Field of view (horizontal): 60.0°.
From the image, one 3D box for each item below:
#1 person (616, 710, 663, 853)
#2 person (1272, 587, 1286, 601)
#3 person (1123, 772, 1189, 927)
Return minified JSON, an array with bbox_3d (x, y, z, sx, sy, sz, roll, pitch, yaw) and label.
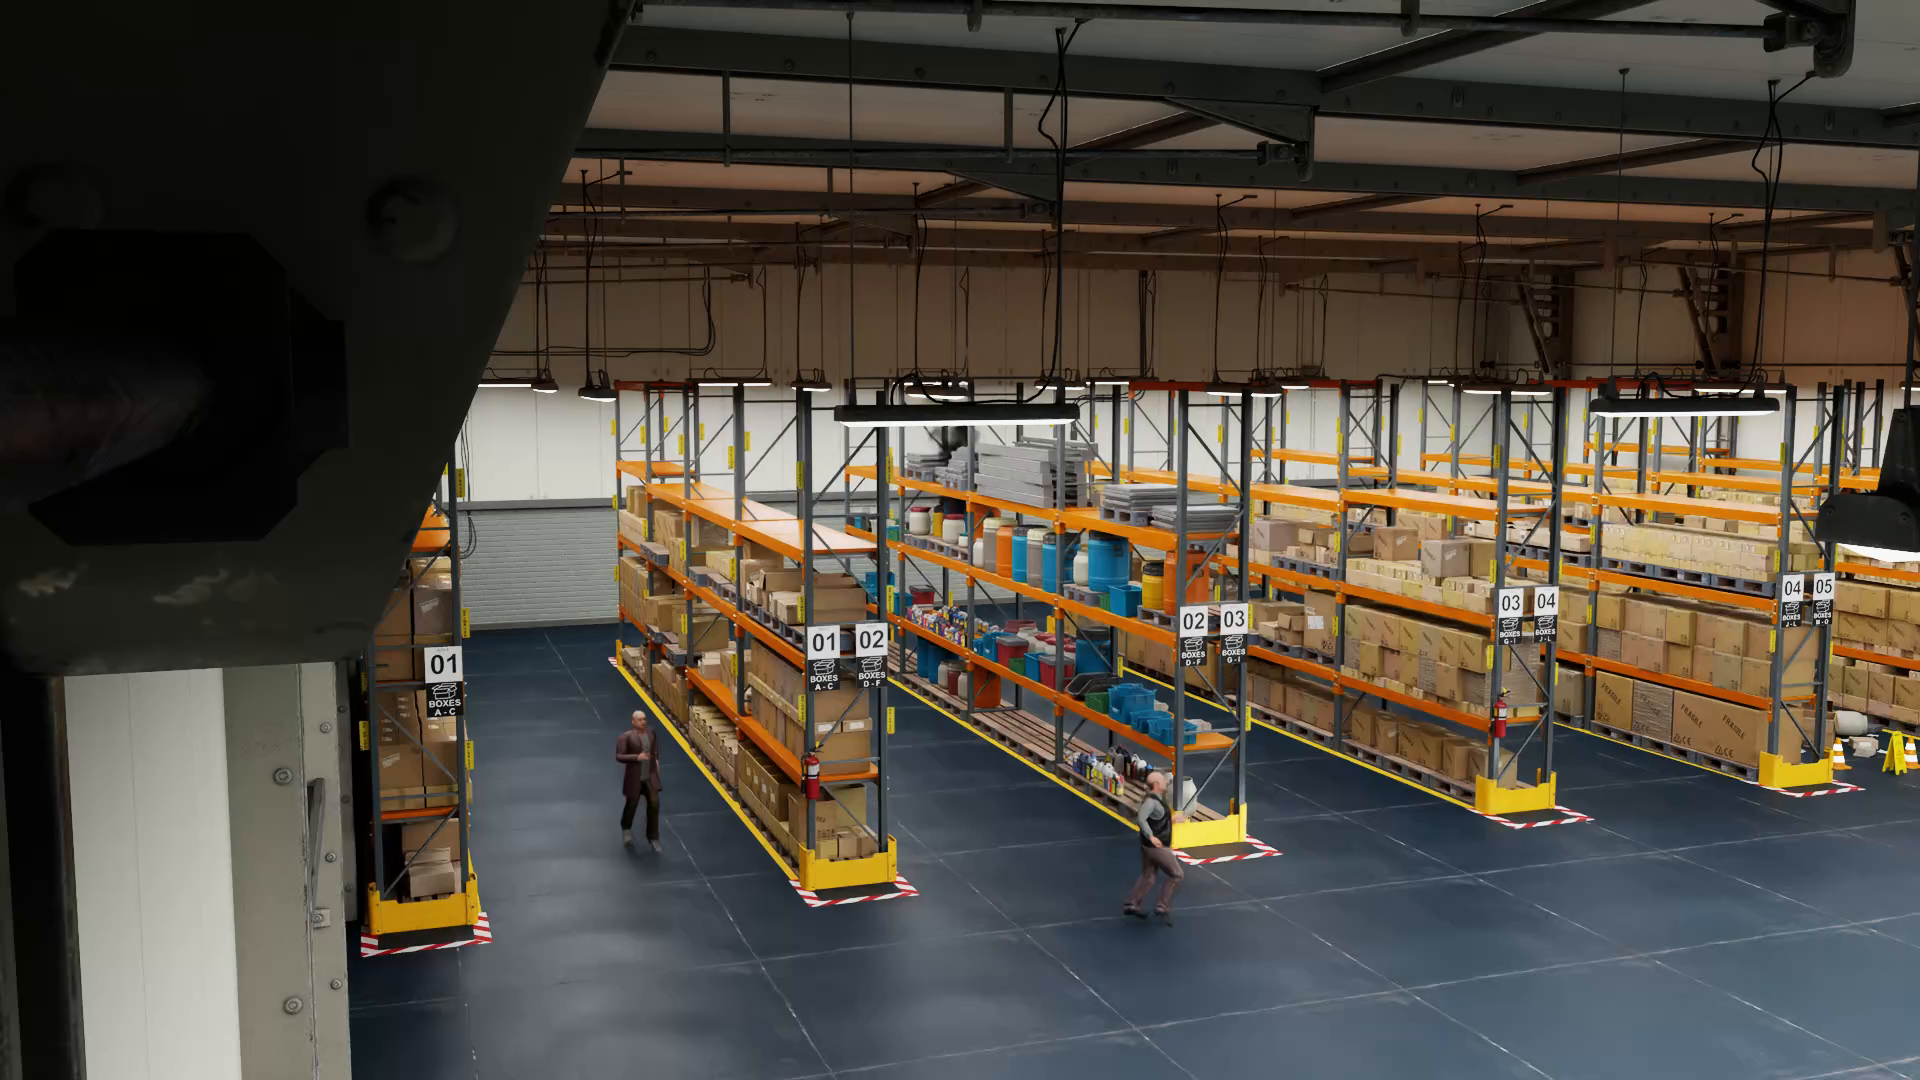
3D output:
[{"bbox_3d":[-4.216,3.136,21.793,0.705,1.845,0.898,-4,7,-34],"label":"person"},{"bbox_3d":[7.943,1.034,41.667,0.881,1.798,0.706,-2,6,-18],"label":"person"},{"bbox_3d":[2.229,3.499,18.842,0.751,1.762,0.635,0,6,-2],"label":"person"}]
